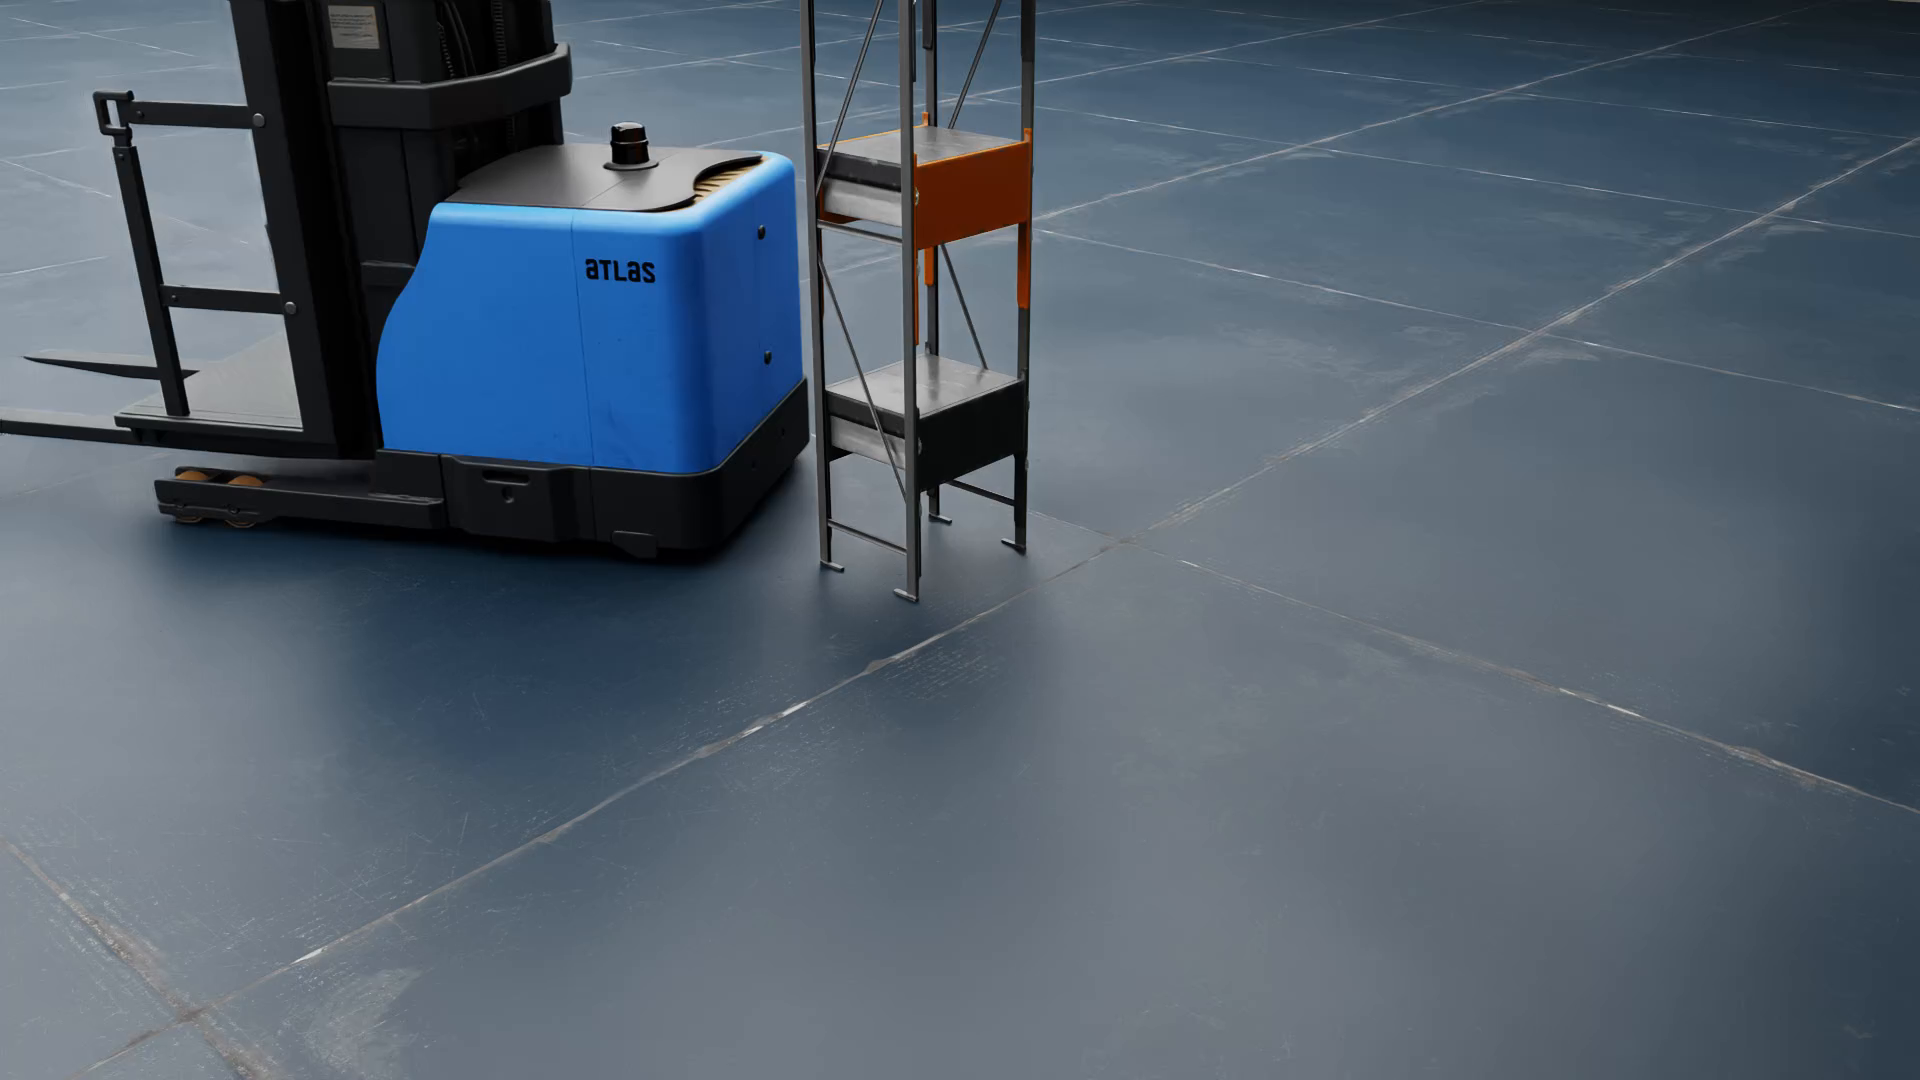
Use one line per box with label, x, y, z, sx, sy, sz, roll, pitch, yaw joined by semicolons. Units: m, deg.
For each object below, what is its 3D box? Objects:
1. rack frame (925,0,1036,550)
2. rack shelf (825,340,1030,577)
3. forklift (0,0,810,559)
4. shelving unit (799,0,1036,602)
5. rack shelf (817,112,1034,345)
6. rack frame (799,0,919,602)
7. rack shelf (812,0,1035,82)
rack frame;0.052;-0.982;4.874;0.400;2.100;0.015;20;31;38
rack shelf;-0.110;-0.256;5.000;0.431;0.518;0.480;20;31;38
forklift;-2.101;-1.578;5.187;3.031;2.935;1.130;5;25;11
shelving unit;-0.110;-0.908;4.708;0.431;2.100;0.503;20;31;38
rack shelf;-0.110;-0.895;4.714;0.431;0.518;0.480;20;31;38
rack frame;-0.273;-0.833;4.542;0.400;2.100;0.015;20;31;38
rack shelf;-0.110;-1.534;4.427;0.431;0.518;0.480;20;31;38
